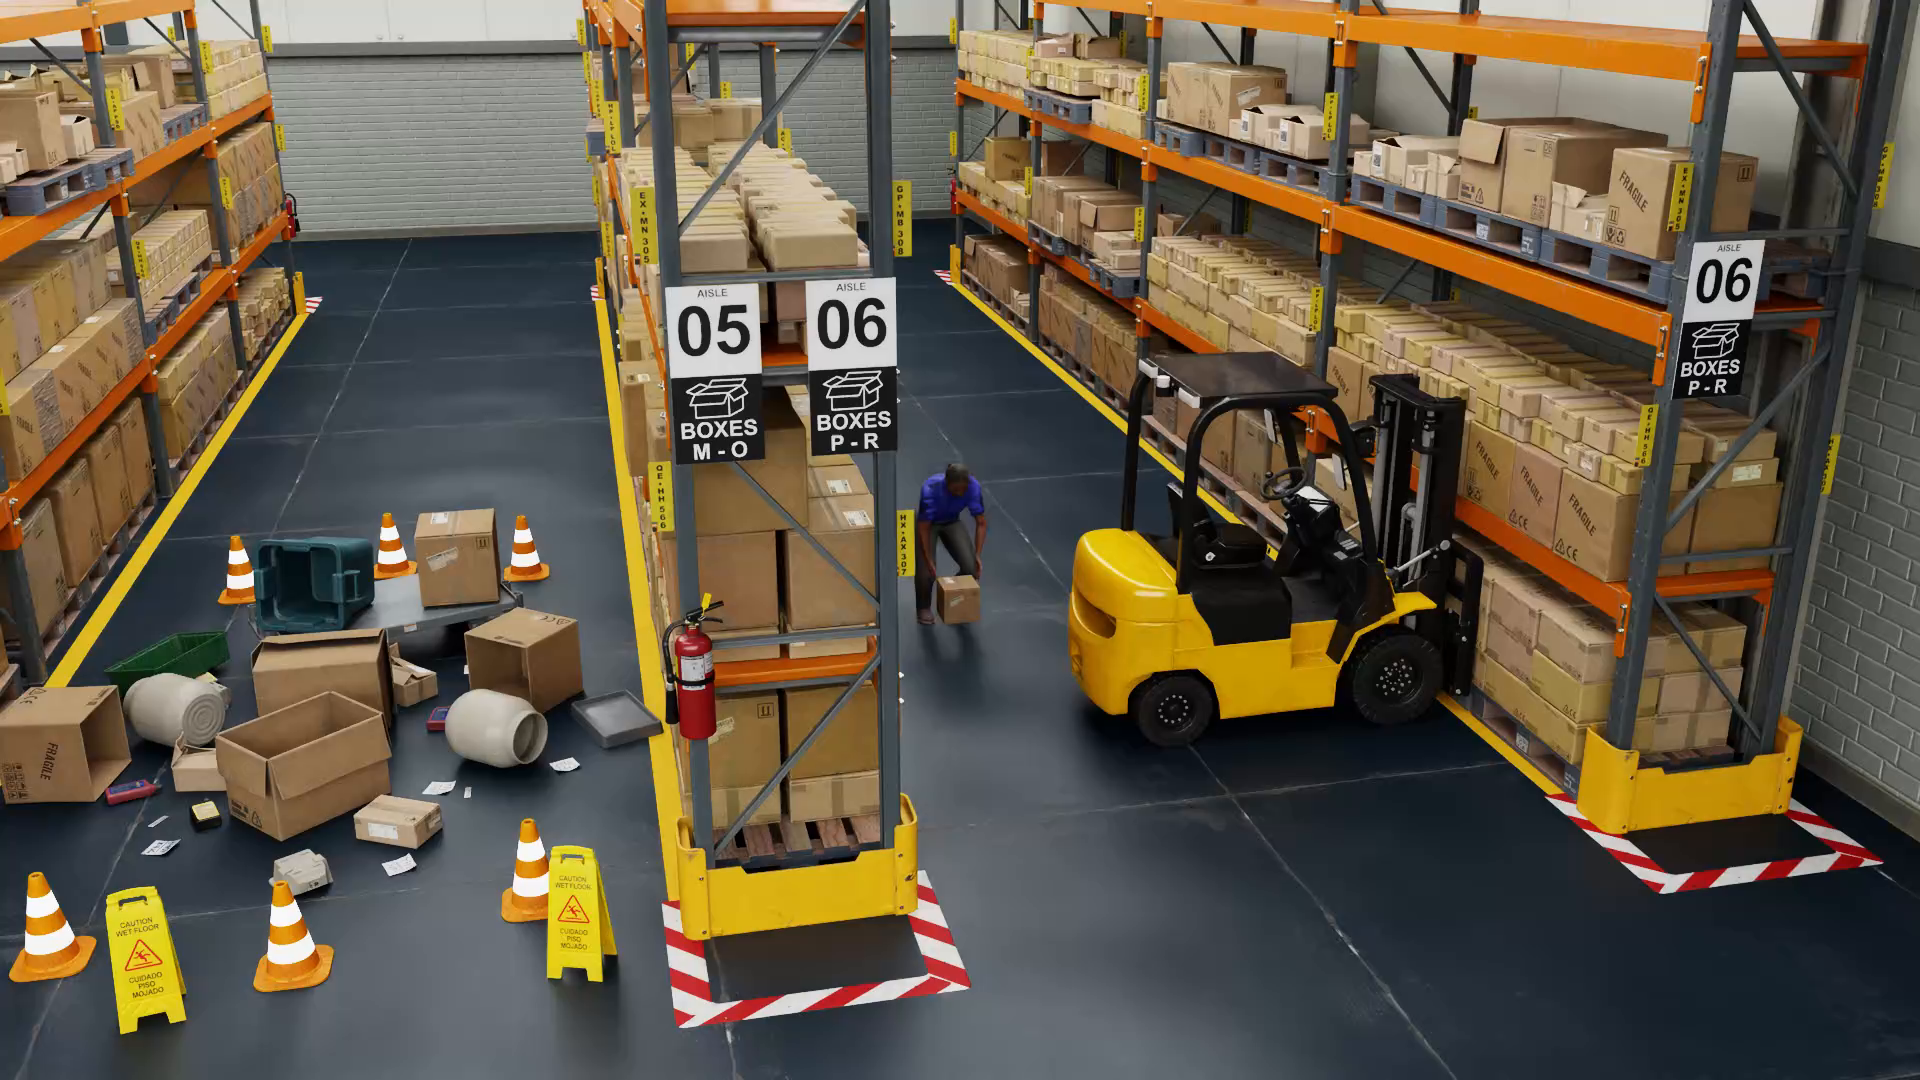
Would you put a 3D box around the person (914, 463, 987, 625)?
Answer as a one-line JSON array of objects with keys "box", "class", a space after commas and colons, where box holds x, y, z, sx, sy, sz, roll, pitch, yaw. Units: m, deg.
[{"box": [-0.080, -0.015, 11.735, 0.499, 1.252, 0.694, -5, 20, -12], "class": "person"}]
